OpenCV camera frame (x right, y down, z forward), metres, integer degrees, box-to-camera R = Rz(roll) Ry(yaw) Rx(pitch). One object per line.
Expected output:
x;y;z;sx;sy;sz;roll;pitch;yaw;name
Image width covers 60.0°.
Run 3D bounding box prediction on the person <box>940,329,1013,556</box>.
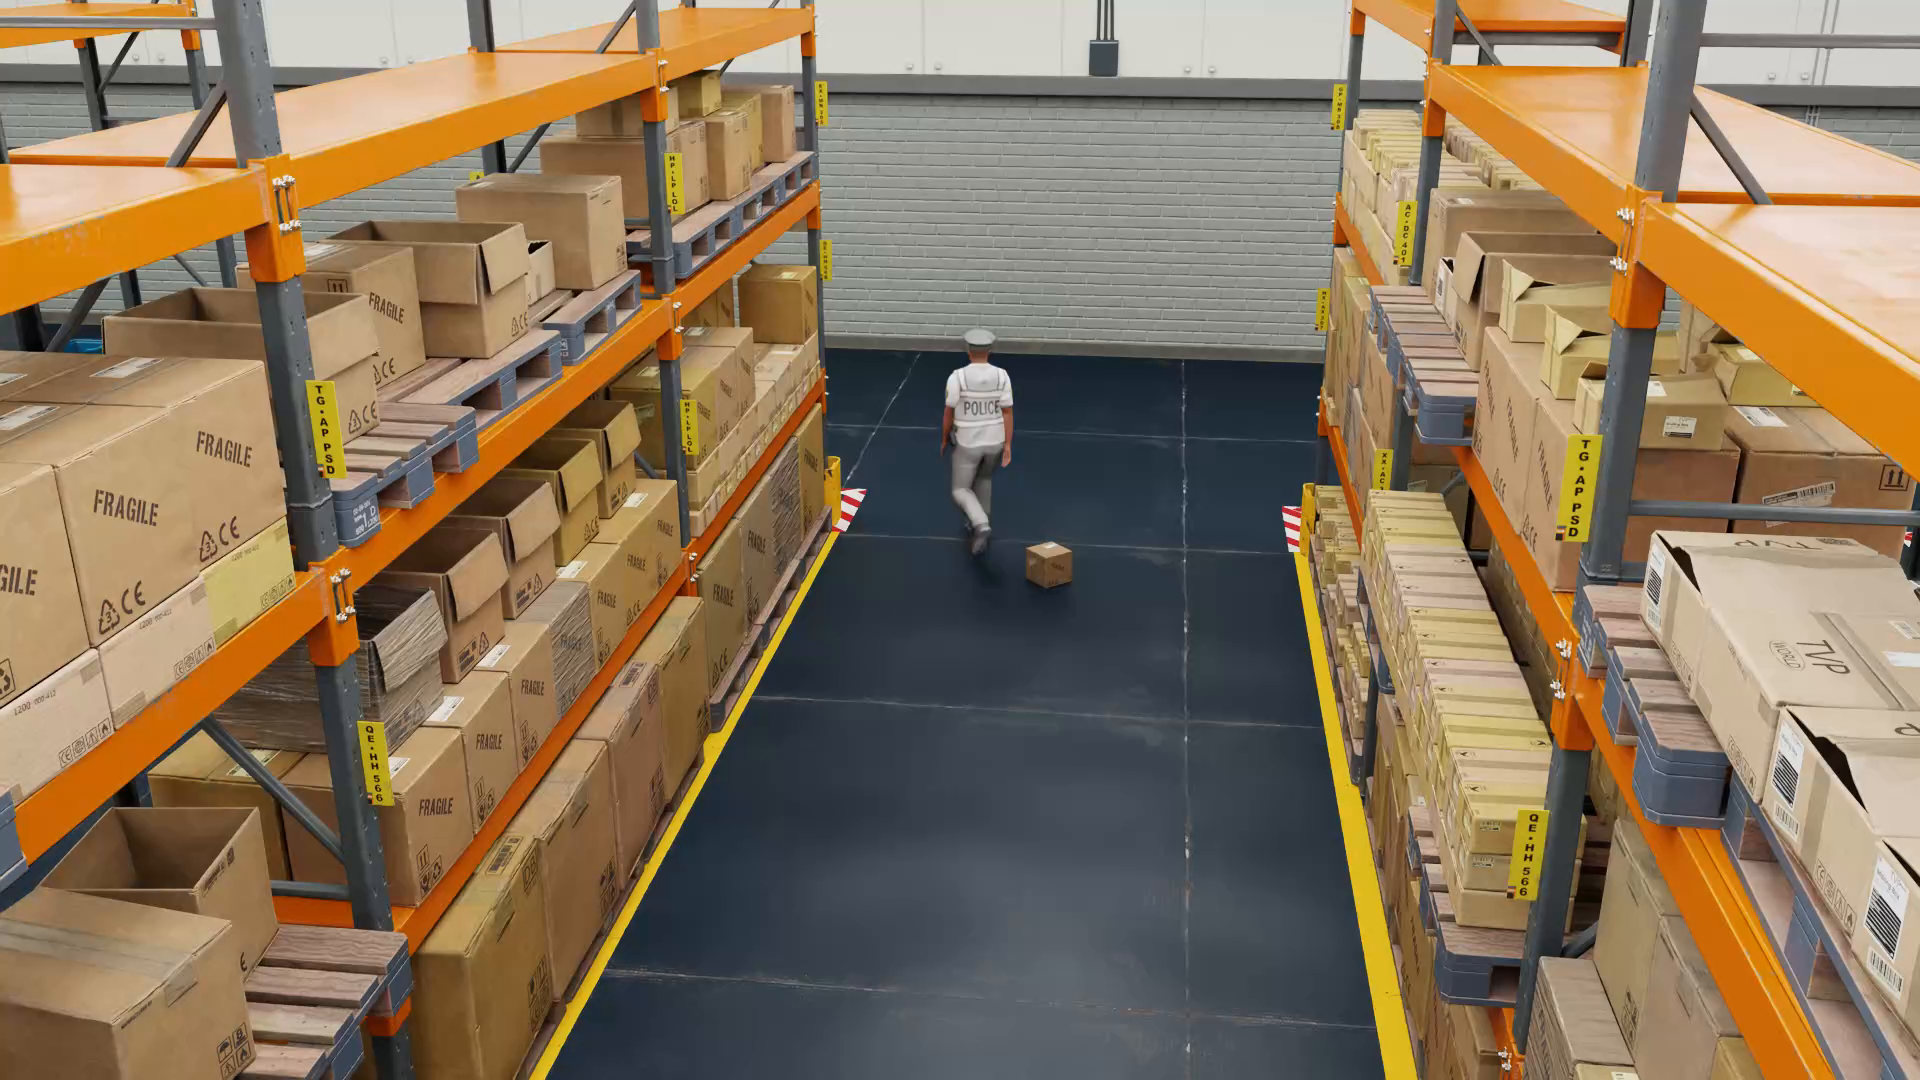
0.151;-0.772;13.035;0.538;1.717;0.889;-8;22;-20;person
